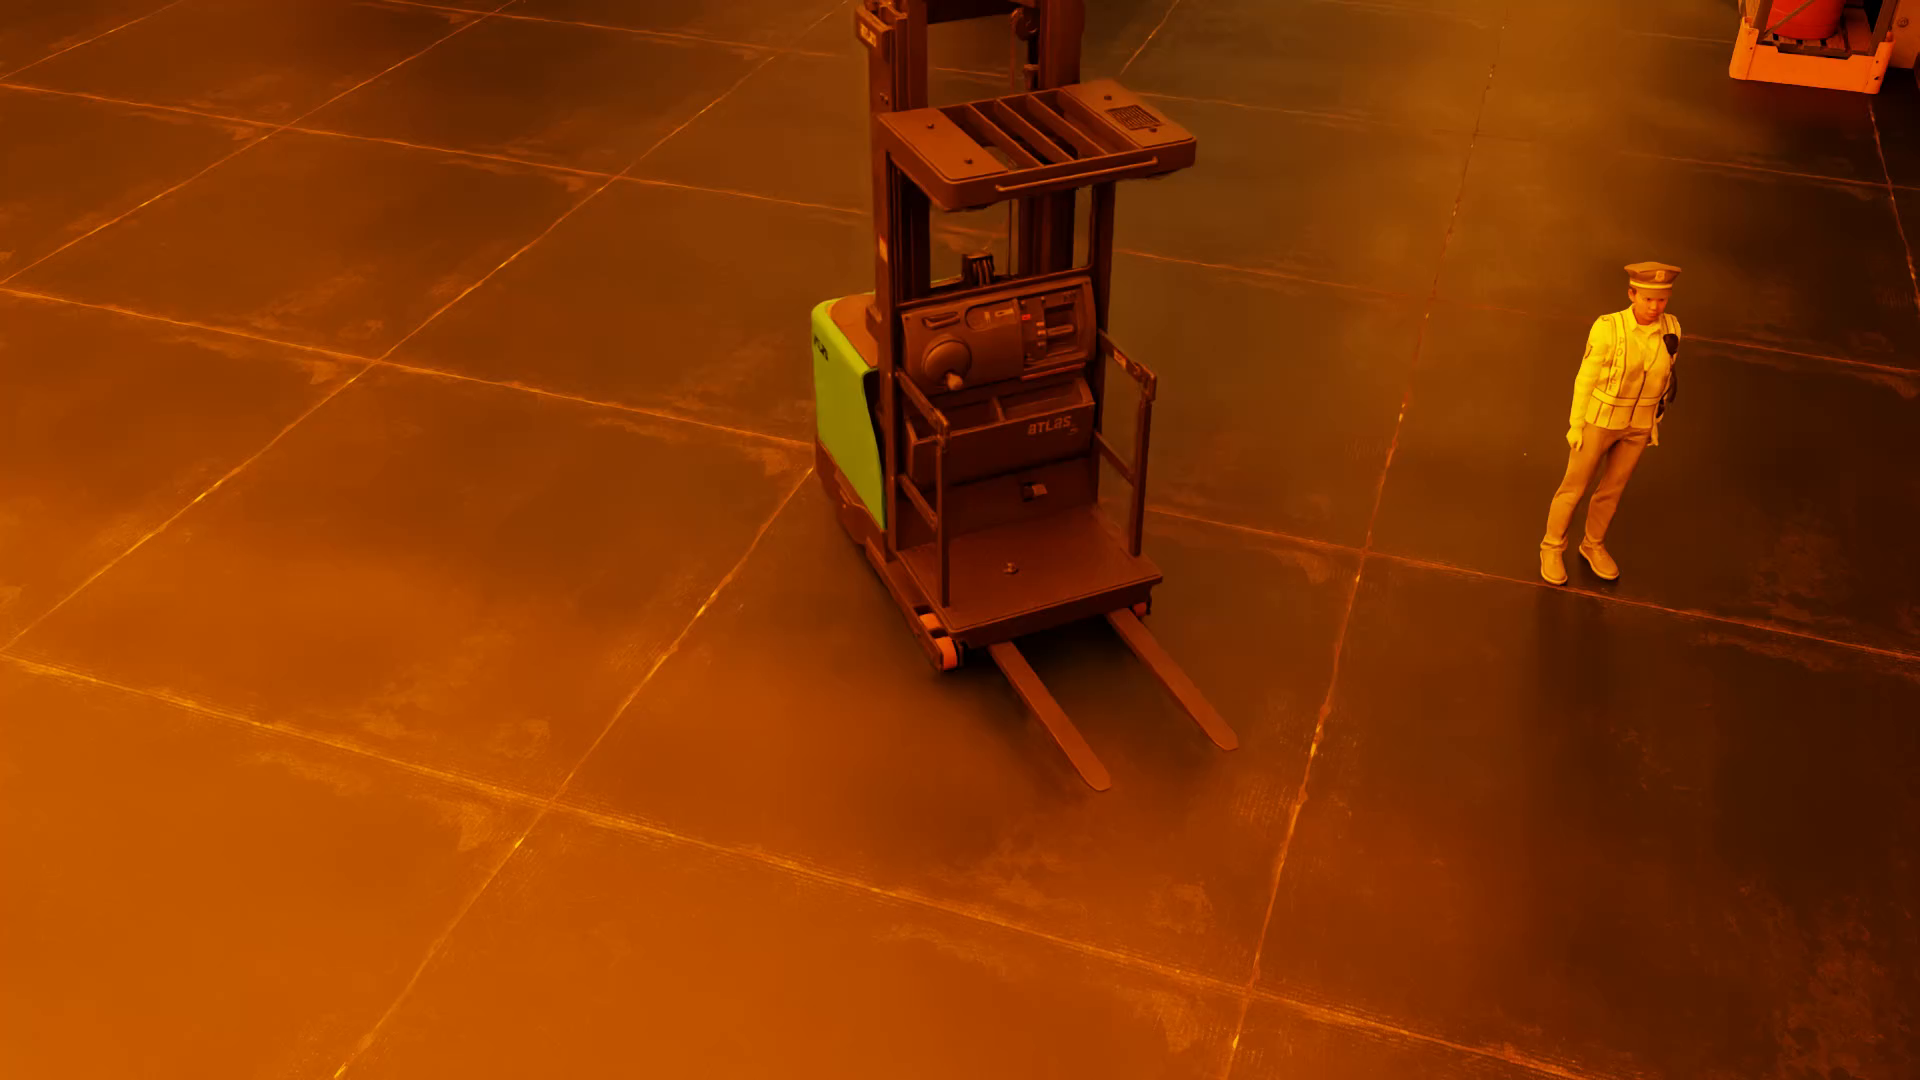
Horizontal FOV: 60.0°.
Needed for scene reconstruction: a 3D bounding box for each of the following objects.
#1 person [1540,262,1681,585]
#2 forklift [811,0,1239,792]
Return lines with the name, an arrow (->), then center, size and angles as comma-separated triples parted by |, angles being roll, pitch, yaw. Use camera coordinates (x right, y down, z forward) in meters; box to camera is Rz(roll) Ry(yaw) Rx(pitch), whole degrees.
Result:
person -> 3.150, -0.559, 7.976 | 0.463, 1.692, 0.338 | -3, 35, -5
forklift -> 0.271, -0.863, 7.328 | 1.130, 2.935, 3.031 | -14, 38, -19
